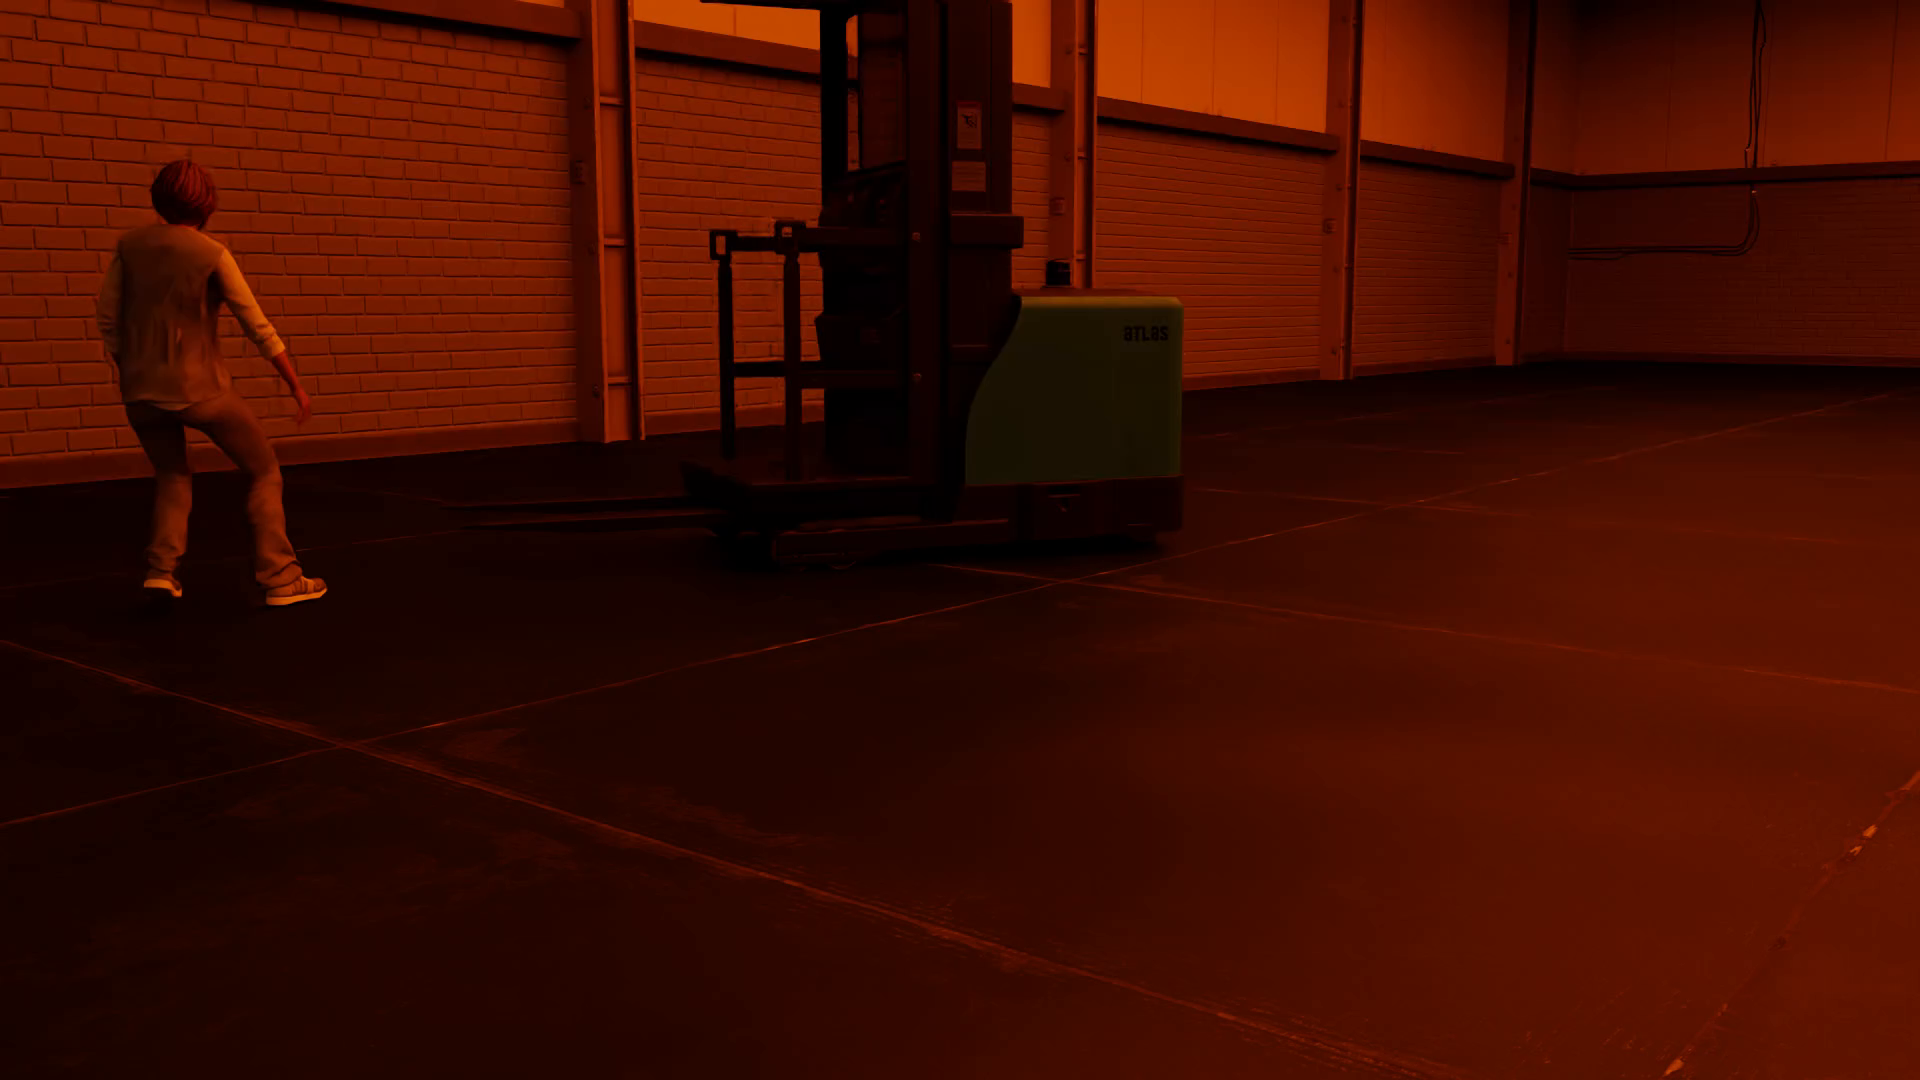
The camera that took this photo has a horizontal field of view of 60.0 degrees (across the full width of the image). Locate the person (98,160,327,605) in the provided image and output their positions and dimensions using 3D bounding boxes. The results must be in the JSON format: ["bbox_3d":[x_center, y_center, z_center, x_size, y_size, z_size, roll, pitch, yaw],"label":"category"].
[{"bbox_3d":[-2.581,-0.523,5.699,0.647,1.515,0.449,0,8,3],"label":"person"}]

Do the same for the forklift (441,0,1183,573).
[{"bbox_3d":[-0.596,-1.407,6.900,3.031,2.935,1.130,-3,9,-23],"label":"forklift"}]
